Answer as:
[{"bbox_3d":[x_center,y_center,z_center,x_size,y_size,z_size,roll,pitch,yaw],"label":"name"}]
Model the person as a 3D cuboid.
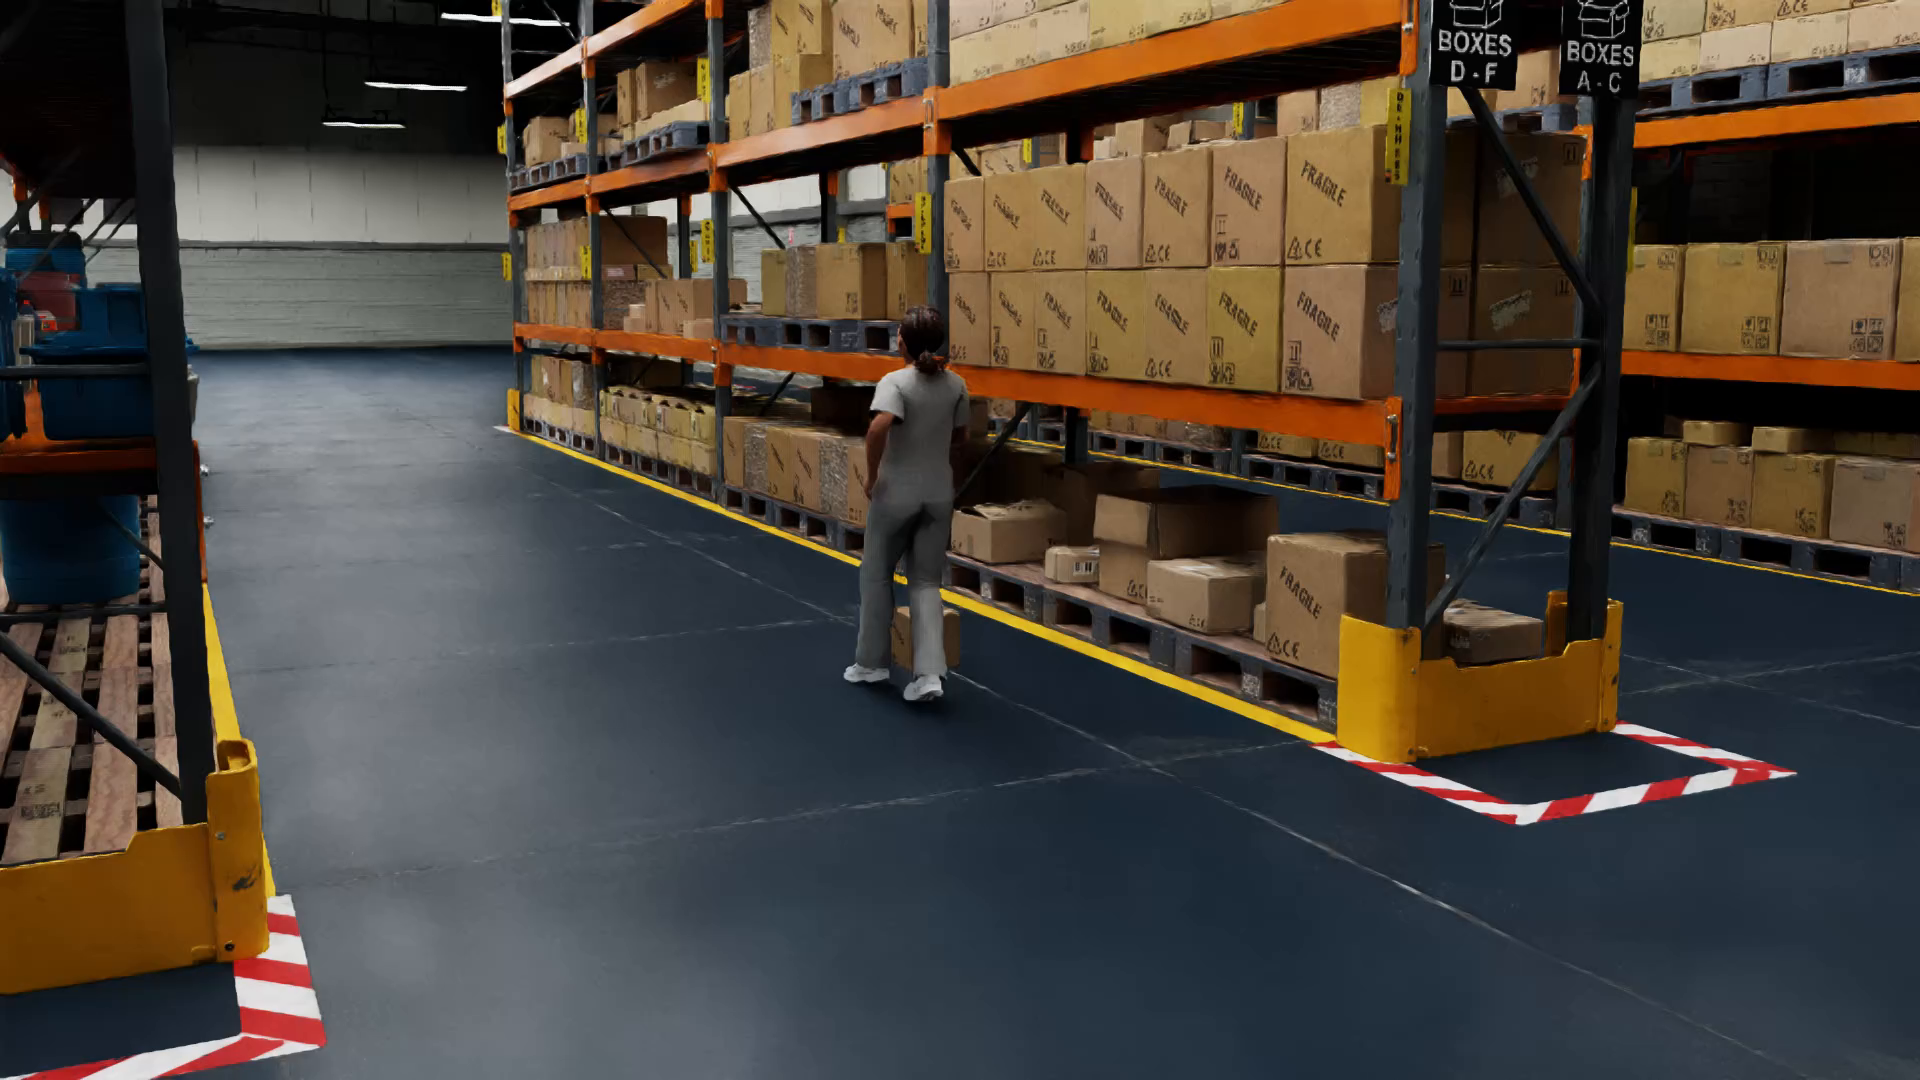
[{"bbox_3d":[-0.240,-0.035,6.977,0.531,1.401,0.788,-3,9,-20],"label":"person"}]
